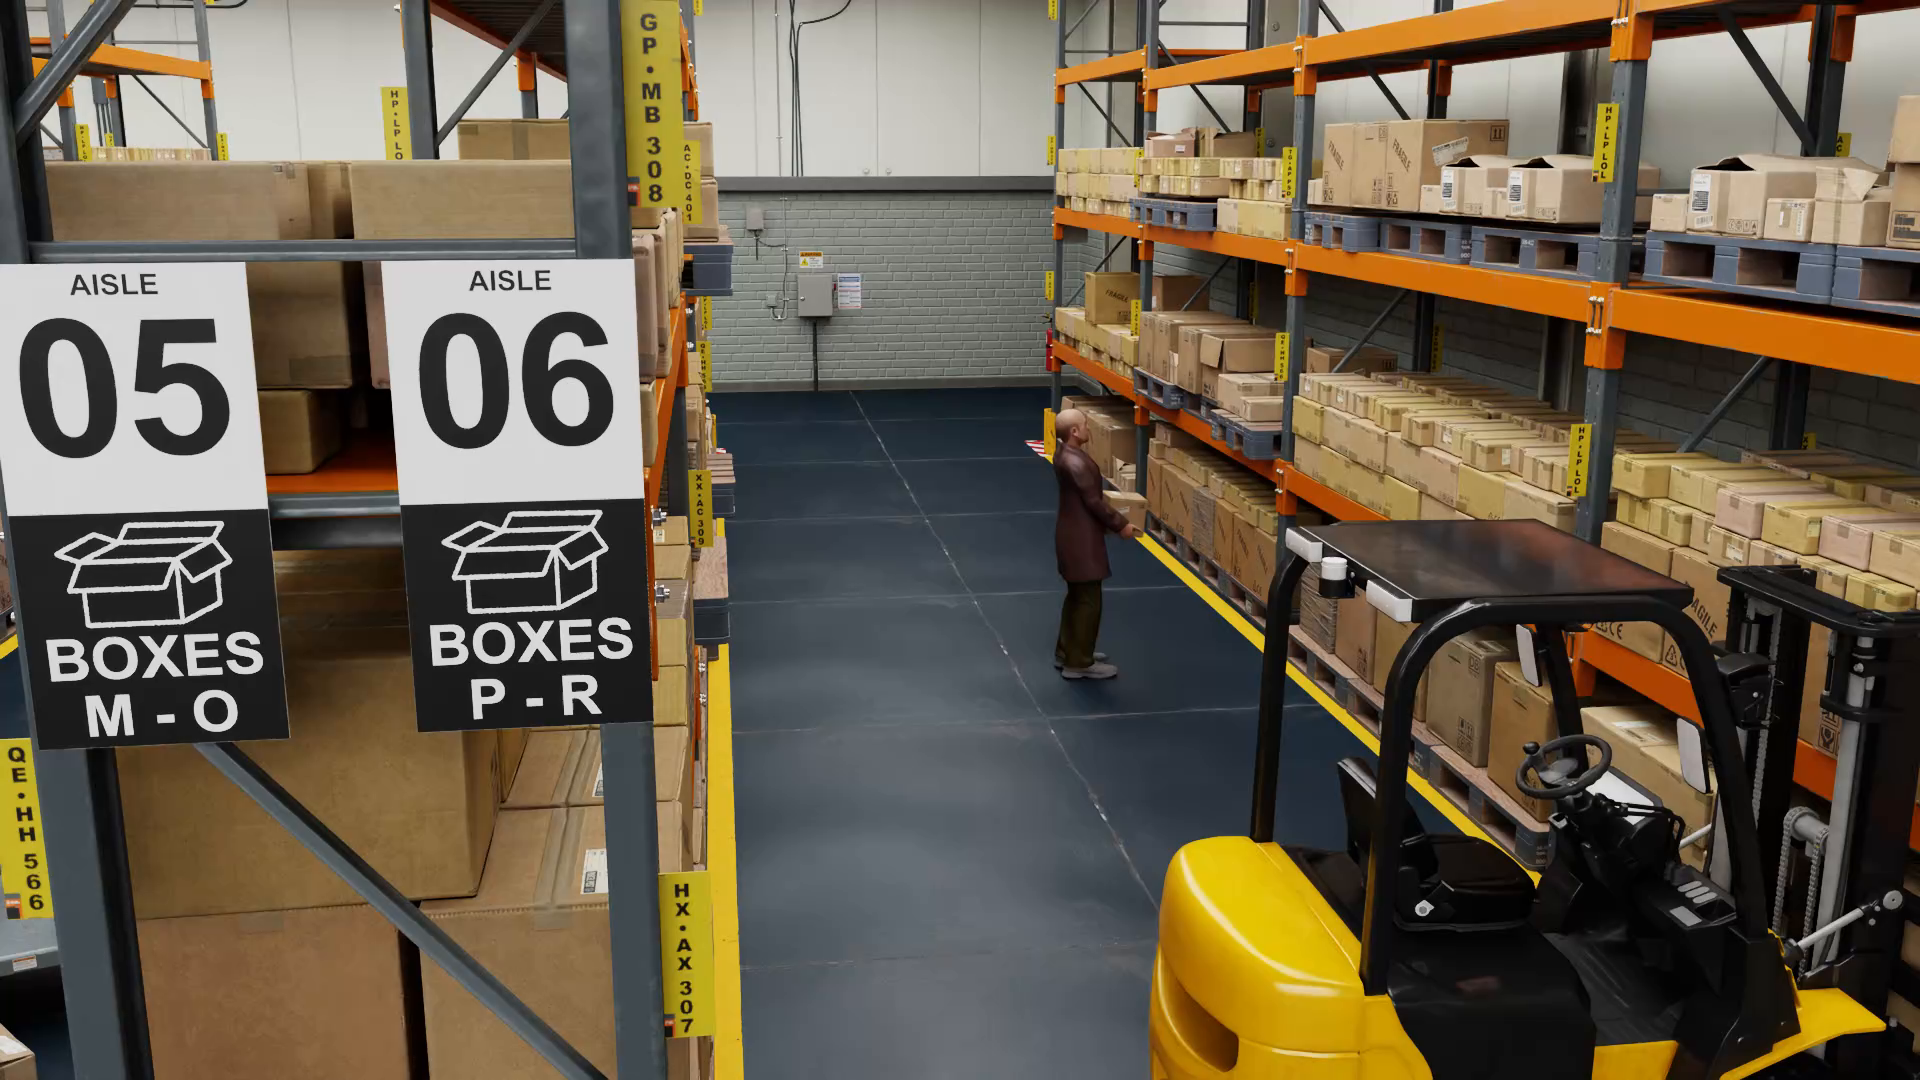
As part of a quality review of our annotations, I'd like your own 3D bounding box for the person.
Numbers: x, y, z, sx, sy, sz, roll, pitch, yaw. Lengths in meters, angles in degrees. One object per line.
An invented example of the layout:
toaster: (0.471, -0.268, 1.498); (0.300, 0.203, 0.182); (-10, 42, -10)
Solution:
person: (0.891, 0.012, 10.975); (0.562, 1.769, 0.530); (-2, 13, -8)
